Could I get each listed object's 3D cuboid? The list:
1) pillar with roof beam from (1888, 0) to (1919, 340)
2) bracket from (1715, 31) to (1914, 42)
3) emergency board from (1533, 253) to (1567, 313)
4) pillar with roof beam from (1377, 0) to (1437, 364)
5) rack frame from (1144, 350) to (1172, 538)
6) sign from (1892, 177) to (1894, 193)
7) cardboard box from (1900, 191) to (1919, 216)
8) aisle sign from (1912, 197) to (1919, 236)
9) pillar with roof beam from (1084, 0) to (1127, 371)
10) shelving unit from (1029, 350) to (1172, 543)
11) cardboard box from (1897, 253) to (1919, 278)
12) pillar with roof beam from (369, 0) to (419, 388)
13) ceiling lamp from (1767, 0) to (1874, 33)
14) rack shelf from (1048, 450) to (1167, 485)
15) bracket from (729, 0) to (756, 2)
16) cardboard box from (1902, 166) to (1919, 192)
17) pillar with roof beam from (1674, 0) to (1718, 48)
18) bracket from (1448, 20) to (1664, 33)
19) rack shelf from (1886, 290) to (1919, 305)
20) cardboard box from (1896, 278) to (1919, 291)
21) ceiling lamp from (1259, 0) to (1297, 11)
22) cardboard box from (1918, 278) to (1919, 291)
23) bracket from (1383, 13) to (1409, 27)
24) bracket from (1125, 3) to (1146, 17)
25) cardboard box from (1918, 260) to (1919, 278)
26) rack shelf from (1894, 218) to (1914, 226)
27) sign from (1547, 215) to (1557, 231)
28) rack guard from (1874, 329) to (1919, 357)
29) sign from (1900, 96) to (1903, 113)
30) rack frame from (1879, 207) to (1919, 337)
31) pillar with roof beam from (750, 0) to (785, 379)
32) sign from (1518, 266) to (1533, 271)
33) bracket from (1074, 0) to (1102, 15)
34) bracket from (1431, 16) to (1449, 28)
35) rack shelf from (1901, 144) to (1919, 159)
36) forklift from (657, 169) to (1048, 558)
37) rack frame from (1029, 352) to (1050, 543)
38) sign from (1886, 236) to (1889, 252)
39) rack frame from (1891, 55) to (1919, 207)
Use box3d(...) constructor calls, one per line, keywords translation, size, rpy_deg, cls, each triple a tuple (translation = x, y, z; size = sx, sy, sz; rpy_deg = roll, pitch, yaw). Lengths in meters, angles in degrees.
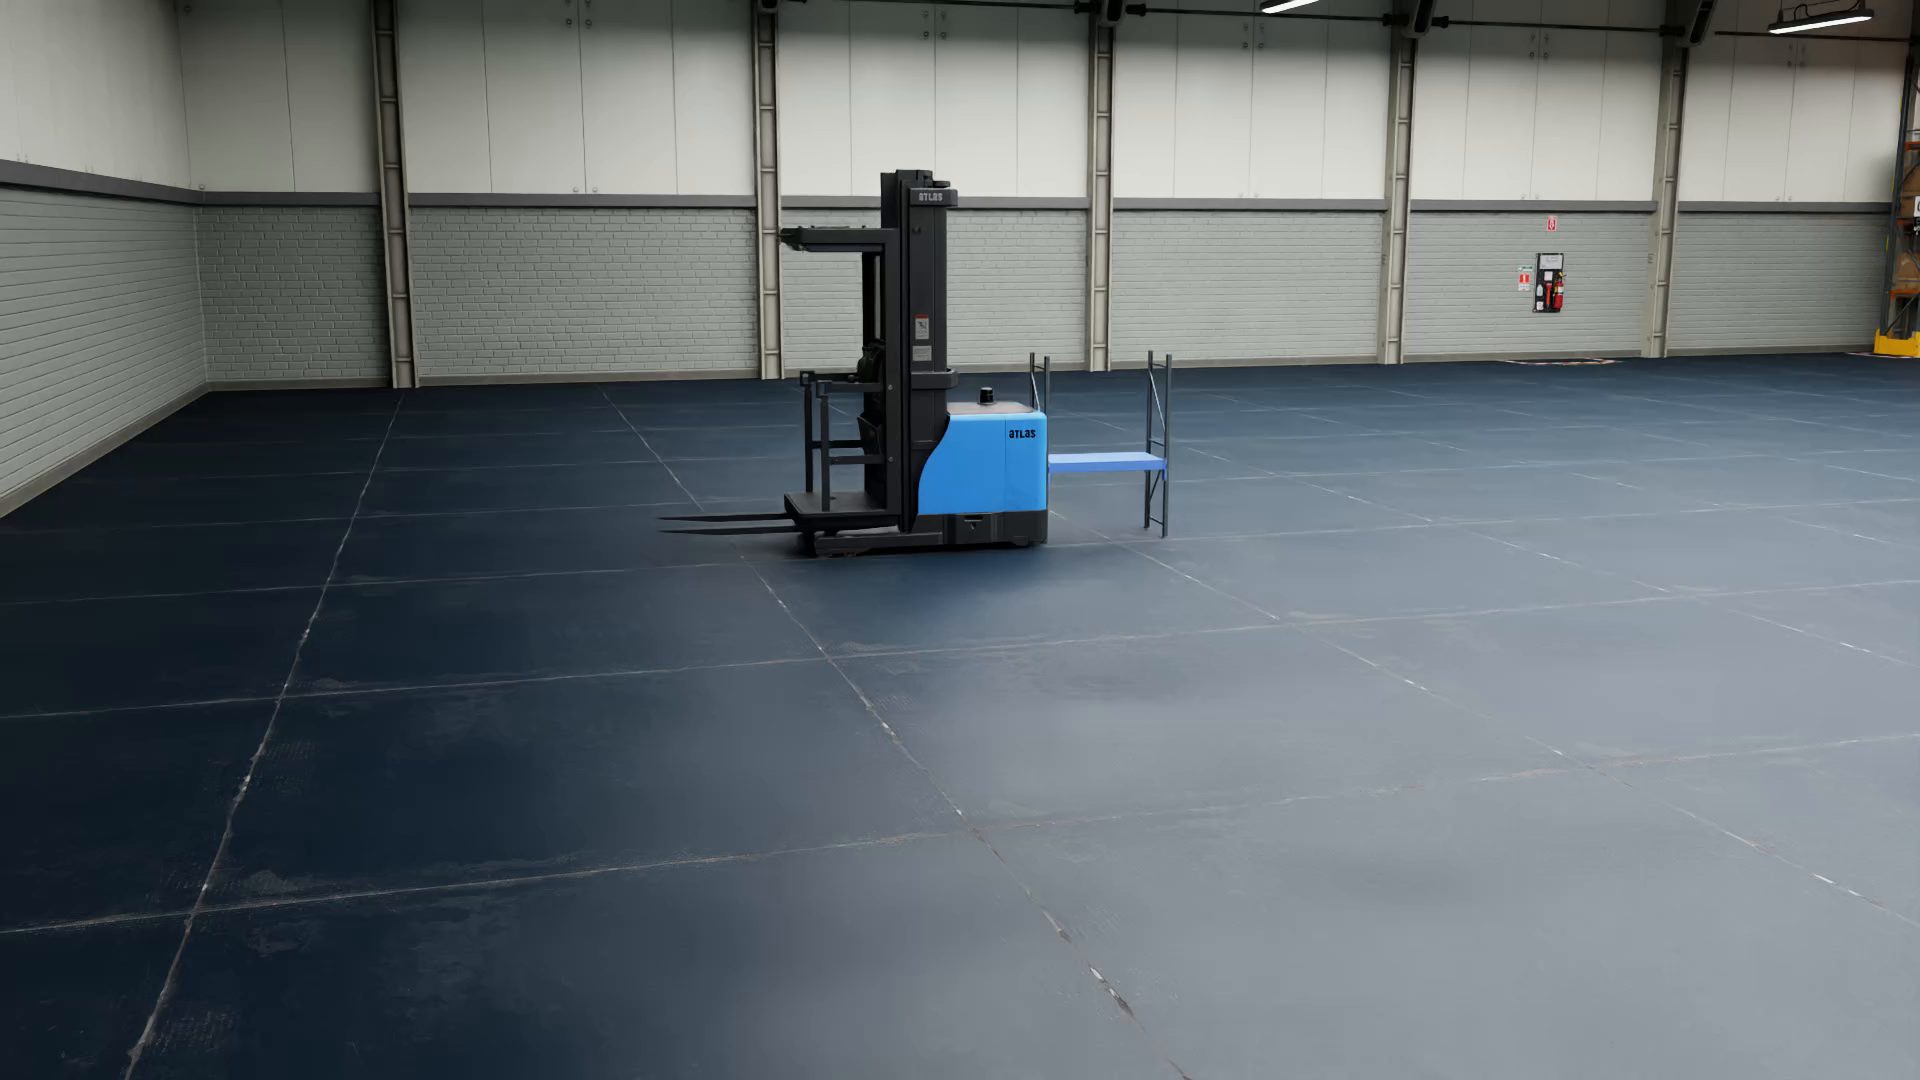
box3d(translation=(20.995, -7.683, 30.427), size=(0.548, 9.000, 9.100), rpy_deg=(-3, 11, -16), cls="pillar with roof beam")
box3d(translation=(17.002, -9.988, 33.004), size=(4.783, 0.066, 0.076), rpy_deg=(-3, 11, -16), cls="bracket")
box3d(translation=(11.647, -5.059, 32.743), size=(0.643, 1.169, 0.194), rpy_deg=(-3, 11, -16), cls="emergency board")
box3d(translation=(9.473, -7.076, 27.129), size=(0.548, 9.000, 9.100), rpy_deg=(-3, 11, -16), cls="pillar with roof beam")
box3d(translation=(1.633, -0.797, 13.731), size=(0.032, 1.500, 0.500), rpy_deg=(-2, 11, -12), cls="rack frame")
box3d(translation=(19.225, -7.304, 34.204), size=(0.005, 0.325, 0.100), rpy_deg=(-3, 11, -16), cls="sign")
box3d(translation=(19.691, -6.895, 34.098), size=(0.500, 0.500, 0.500), rpy_deg=(-2, 11, -12), cls="cardboard box")
box3d(translation=(19.376, -6.518, 33.488), size=(0.004, 0.787, 0.394), rpy_deg=(-3, 11, -16), cls="aisle sign")
box3d(translation=(3.712, -6.772, 25.479), size=(0.548, 9.000, 9.100), rpy_deg=(-3, 11, -16), cls="pillar with roof beam")
box3d(translation=(1.136, -0.777, 13.624), size=(1.048, 1.500, 0.538), rpy_deg=(-2, 11, -12), cls="shelving unit")
box3d(translation=(19.754, -5.661, 34.300), size=(0.500, 0.500, 0.500), rpy_deg=(-3, 11, -17), cls="cardboard box")
box3d(translation=(-7.810, -6.165, 22.181), size=(0.548, 9.000, 9.100), rpy_deg=(-3, 11, -16), cls="pillar with roof beam")
box3d(translation=(14.000, -10.062, 27.225), size=(0.800, 3.185, 2.000), rpy_deg=(-3, 11, -16), cls="ceiling lamp")
box3d(translation=(1.136, -0.600, 13.656), size=(1.000, 0.185, 0.538), rpy_deg=(-2, 11, -12), cls="rack shelf")
box3d(translation=(-3.551, -8.905, 27.120), size=(0.430, 0.232, 0.235), rpy_deg=(-3, 11, -16), cls="bracket")
box3d(translation=(19.702, -7.389, 34.019), size=(0.500, 0.500, 0.500), rpy_deg=(-3, 11, -13), cls="cardboard box")
box3d(translation=(15.287, -10.303, 28.053), size=(0.548, 2.987, 8.718), rpy_deg=(-3, 11, -16), cls="pillar with roof beam")
box3d(translation=(11.241, -9.684, 31.355), size=(4.783, 0.066, 0.076), rpy_deg=(-3, 11, -16), cls="bracket")
box3d(translation=(21.281, -5.043, 34.641), size=(4.000, 0.370, 1.077), rpy_deg=(-3, 11, -16), cls="rack shelf")
box3d(translation=(19.756, -5.289, 34.350), size=(0.500, 0.250, 0.500), rpy_deg=(-3, 11, -15), cls="cardboard box")
box3d(translation=(4.830, -9.599, 24.596), size=(0.800, 3.144, 2.000), rpy_deg=(-3, 11, -16), cls="ceiling lamp")
box3d(translation=(19.918, -5.201, 33.872), size=(0.500, 0.250, 0.500), rpy_deg=(-3, 11, -18), cls="cardboard box")
box3d(translation=(7.970, -9.512, 30.418), size=(0.430, 0.232, 0.235), rpy_deg=(-3, 11, -16), cls="bracket")
box3d(translation=(3.006, -9.250, 28.997), size=(0.430, 0.232, 0.235), rpy_deg=(-3, 11, -16), cls="bracket")
box3d(translation=(19.903, -5.572, 33.818), size=(0.500, 0.500, 0.500), rpy_deg=(-3, 11, -16), cls="cardboard box")
box3d(translation=(21.281, -6.518, 34.370), size=(4.000, 0.370, 1.077), rpy_deg=(-3, 11, -16), cls="rack shelf")
box3d(translation=(11.611, -6.216, 32.625), size=(0.199, 0.298, 0.001), rpy_deg=(-3, 11, -16), cls="sign")
box3d(translation=(19.434, -4.070, 34.273), size=(0.348, 0.500, 1.175), rpy_deg=(-3, 11, -16), cls="rack guard")
box3d(translation=(19.225, -8.881, 33.914), size=(0.005, 0.325, 0.100), rpy_deg=(-3, 11, -16), cls="sign")
box3d(translation=(19.361, -5.295, 34.026), size=(0.127, 3.000, 1.000), rpy_deg=(-3, 11, -16), cls="rack frame")
box3d(translation=(-2.049, -6.469, 23.830), size=(0.548, 9.000, 9.100), rpy_deg=(-3, 11, -16), cls="pillar with roof beam")
box3d(translation=(11.094, -5.326, 32.630), size=(0.331, 0.109, 0.001), rpy_deg=(-3, 11, -16), cls="sign")
box3d(translation=(2.209, -9.208, 28.769), size=(0.430, 0.232, 0.235), rpy_deg=(-3, 11, -16), cls="bracket")
box3d(translation=(8.767, -9.554, 30.647), size=(0.430, 0.232, 0.235), rpy_deg=(-3, 11, -16), cls="bracket")
box3d(translation=(21.281, -7.992, 34.098), size=(4.000, 0.370, 1.077), rpy_deg=(-3, 11, -16), cls="rack shelf")
box3d(translation=(-0.876, -1.406, 13.091), size=(3.031, 2.935, 1.130), rpy_deg=(-2, 11, -12), cls="forklift")
box3d(translation=(0.640, -0.757, 13.516), size=(0.032, 1.500, 0.500), rpy_deg=(-2, 11, -12), cls="rack frame")
box3d(translation=(19.225, -6.118, 34.422), size=(0.005, 0.325, 0.100), rpy_deg=(-3, 11, -16), cls="sign")
box3d(translation=(19.361, -8.246, 33.483), size=(0.127, 3.000, 1.000), rpy_deg=(-3, 11, -16), cls="rack frame")
